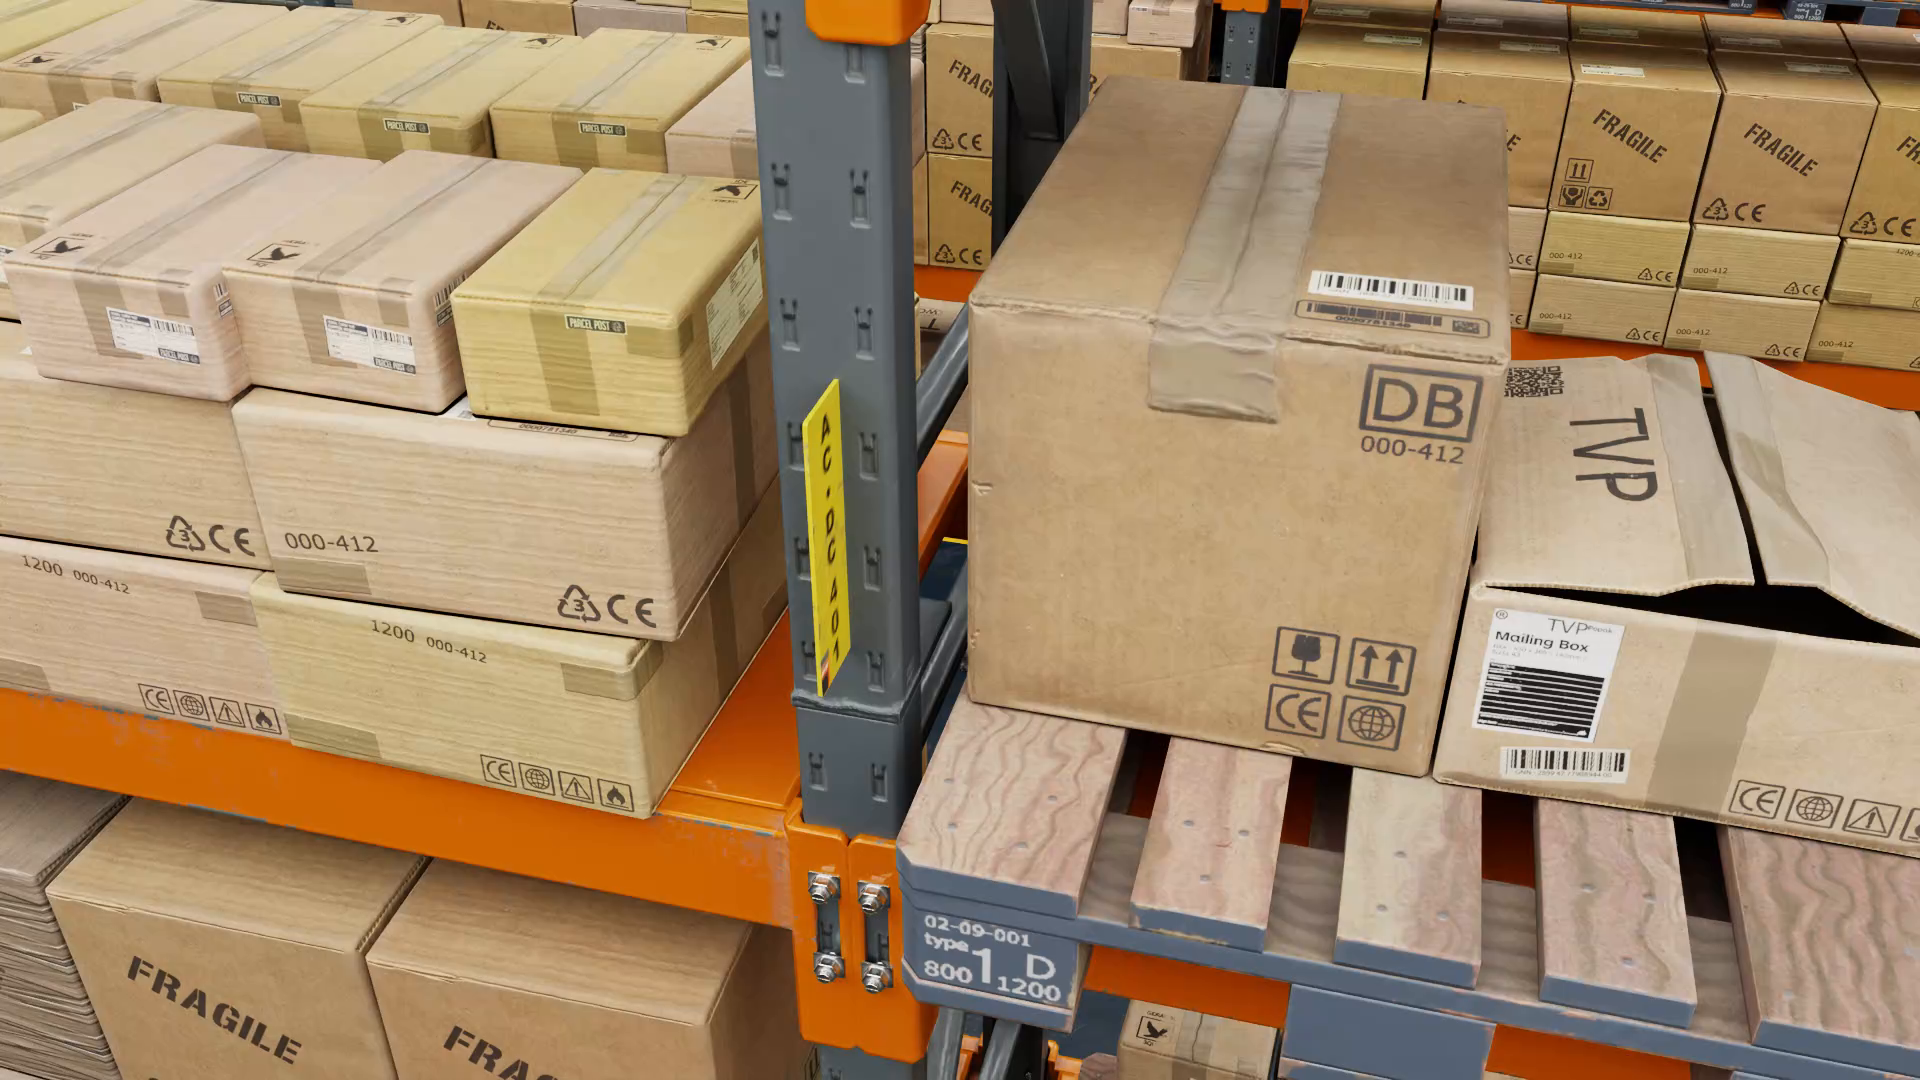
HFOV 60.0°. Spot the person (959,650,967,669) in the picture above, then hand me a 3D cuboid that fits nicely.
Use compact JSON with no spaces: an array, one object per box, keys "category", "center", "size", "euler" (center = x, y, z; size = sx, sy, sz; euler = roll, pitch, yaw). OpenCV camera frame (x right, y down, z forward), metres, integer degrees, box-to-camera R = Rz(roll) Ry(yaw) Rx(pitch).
[{"category":"person","center":[0.247,-0.071,6.258],"size":[1.029,1.590,0.499],"euler":[9,34,13]}]
